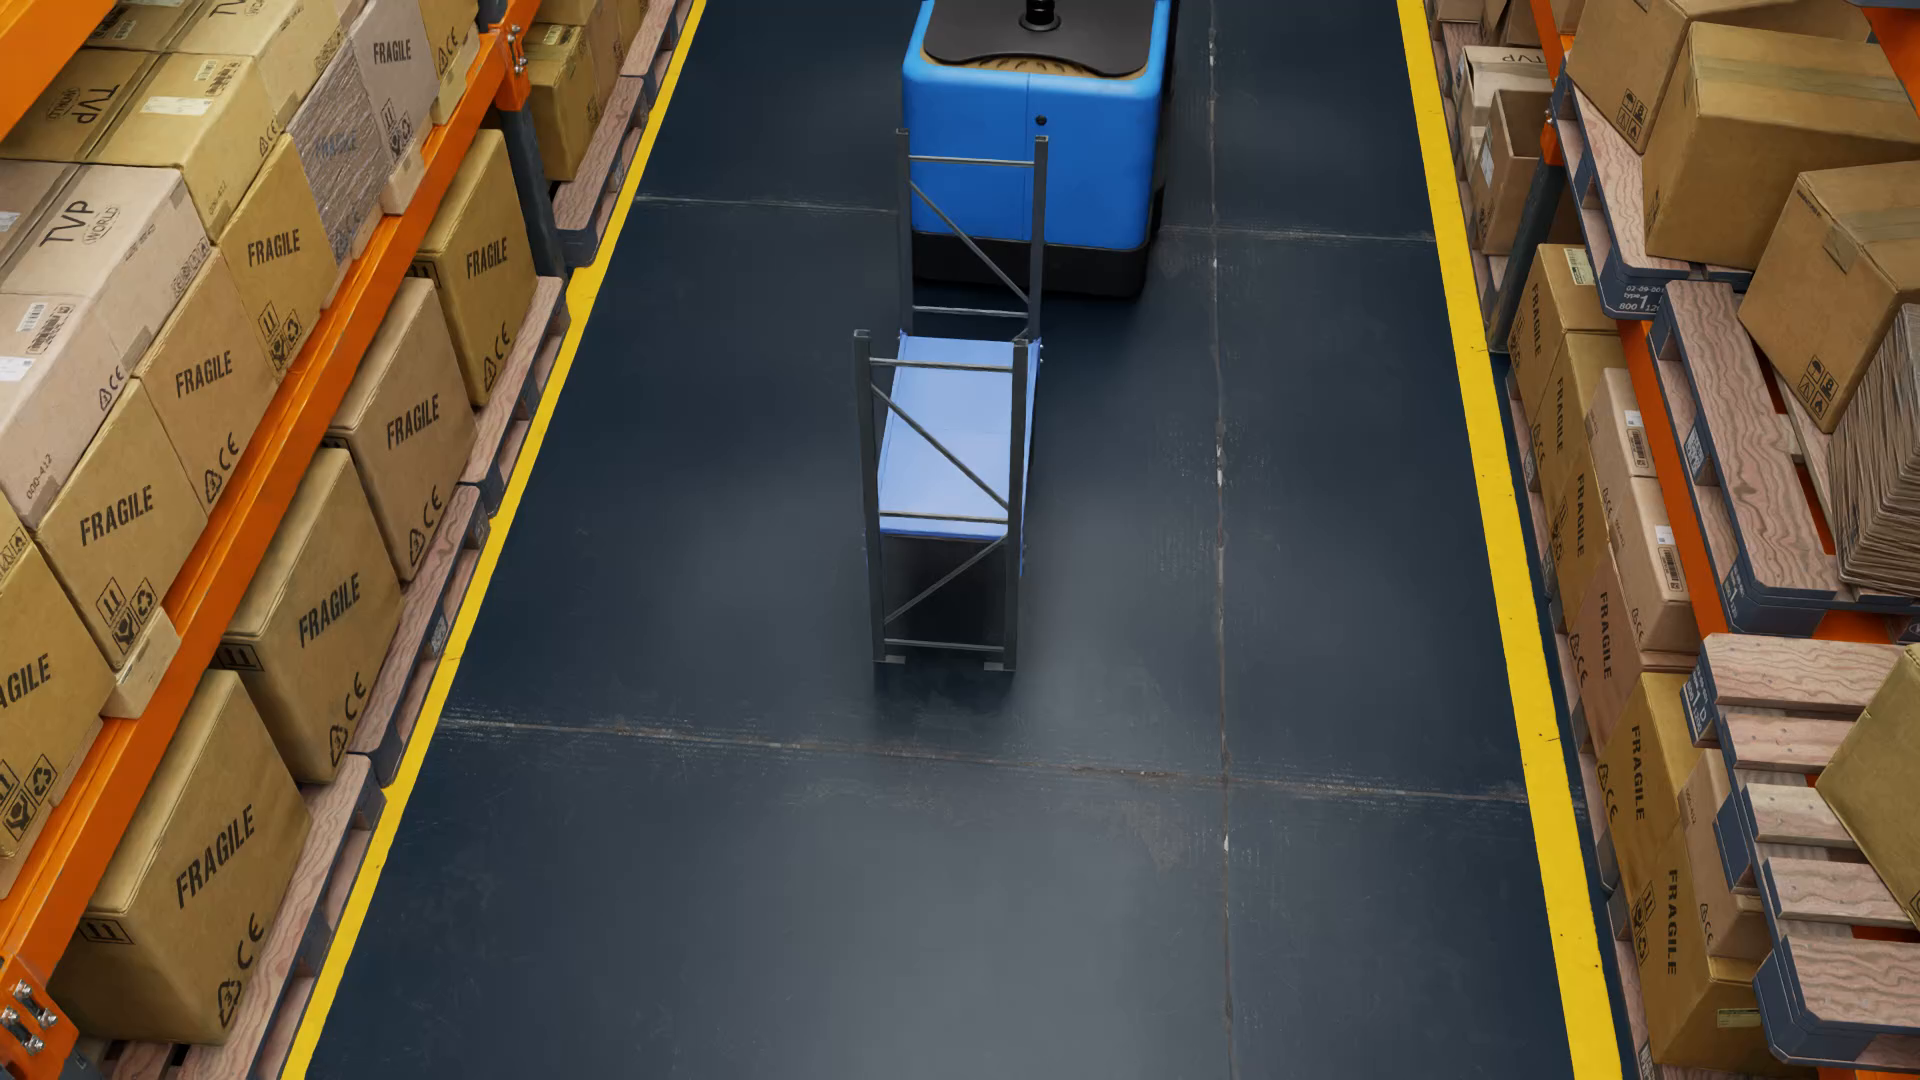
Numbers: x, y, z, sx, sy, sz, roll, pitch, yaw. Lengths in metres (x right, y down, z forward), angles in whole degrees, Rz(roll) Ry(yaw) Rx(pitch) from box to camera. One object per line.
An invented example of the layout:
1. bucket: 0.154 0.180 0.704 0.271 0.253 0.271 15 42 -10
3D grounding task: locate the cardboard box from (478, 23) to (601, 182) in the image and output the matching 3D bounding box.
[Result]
1. cardboard box: -2.046 -1.973 7.431 0.700 0.500 0.500 4 48 4

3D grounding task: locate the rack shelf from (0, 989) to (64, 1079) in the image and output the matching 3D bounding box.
1. rack shelf: -2.763 2.520 2.400 1.077 0.370 4.000 4 48 4

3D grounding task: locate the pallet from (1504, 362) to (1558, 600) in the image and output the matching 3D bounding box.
1. pallet: 2.681 -0.260 6.345 1.003 0.211 1.213 4 48 4

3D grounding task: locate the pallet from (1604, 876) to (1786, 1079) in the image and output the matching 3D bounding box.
1. pallet: 2.458 1.533 4.705 1.003 0.211 1.213 4 48 4

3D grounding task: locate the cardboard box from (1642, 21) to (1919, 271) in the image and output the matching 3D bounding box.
1. cardboard box: 2.452 -1.135 4.903 0.700 0.500 0.500 11 48 10

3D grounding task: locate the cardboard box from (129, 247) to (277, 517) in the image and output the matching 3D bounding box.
1. cardboard box: -2.178 -0.422 4.320 0.500 0.500 0.500 4 48 3

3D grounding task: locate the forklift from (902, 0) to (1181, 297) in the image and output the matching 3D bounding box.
1. forklift: 0.482 -3.131 7.128 1.130 2.935 3.031 6 48 6

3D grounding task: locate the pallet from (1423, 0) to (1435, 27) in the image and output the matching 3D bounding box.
1. pallet: 3.003 -3.158 8.996 1.003 0.211 1.213 4 48 4

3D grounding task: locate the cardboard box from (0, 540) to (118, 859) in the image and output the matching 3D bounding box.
1. cardboard box: -2.282 0.327 3.636 0.500 0.500 0.500 5 48 5

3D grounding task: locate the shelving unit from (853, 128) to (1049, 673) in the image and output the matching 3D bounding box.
1. shelving unit: -0.008 -0.443 5.639 0.538 1.500 1.048 4 48 4

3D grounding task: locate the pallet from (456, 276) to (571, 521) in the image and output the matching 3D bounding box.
1. pallet: -2.211 -0.619 6.673 1.003 0.211 1.213 4 48 4

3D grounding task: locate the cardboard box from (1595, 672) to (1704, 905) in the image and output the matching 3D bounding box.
1. cardboard box: 2.252 0.749 4.928 0.500 0.500 0.500 2 48 2

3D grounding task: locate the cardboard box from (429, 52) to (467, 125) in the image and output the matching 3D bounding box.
1. cardboard box: -1.965 -1.600 5.837 0.380 0.149 0.250 5 48 4

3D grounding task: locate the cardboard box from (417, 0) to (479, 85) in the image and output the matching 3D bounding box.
1. cardboard box: -2.007 -1.917 5.687 0.500 0.500 0.500 3 48 3

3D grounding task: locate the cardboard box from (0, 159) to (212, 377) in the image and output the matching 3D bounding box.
1. cardboard box: -2.193 -0.666 4.035 0.500 0.250 0.500 4 48 4

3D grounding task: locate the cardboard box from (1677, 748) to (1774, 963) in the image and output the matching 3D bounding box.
1. cardboard box: 2.205 0.835 4.341 0.500 0.250 0.500 6 48 5

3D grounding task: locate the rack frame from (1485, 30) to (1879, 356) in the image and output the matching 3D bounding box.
1. rack frame: 2.717 -1.802 5.865 1.000 3.000 0.127 4 48 4

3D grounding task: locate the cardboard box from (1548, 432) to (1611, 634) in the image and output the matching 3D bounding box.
1. cardboard box: 2.340 -0.008 5.620 0.500 0.500 0.500 4 48 4

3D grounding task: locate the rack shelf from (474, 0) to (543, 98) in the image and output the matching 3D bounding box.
1. rack shelf: -2.034 -3.359 7.777 1.077 0.370 4.000 4 48 4

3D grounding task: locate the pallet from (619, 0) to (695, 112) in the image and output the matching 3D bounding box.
1. pallet: -1.960 -2.643 8.525 1.003 0.211 1.213 4 48 4

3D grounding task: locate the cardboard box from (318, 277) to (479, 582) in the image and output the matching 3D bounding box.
1. cardboard box: -2.224 -0.409 5.763 0.750 0.750 0.750 5 48 5

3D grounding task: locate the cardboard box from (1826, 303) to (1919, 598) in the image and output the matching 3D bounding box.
1. cardboard box: 2.571 -0.167 4.018 0.700 0.500 0.500 12 49 11

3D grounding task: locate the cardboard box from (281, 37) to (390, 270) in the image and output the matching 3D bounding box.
1. cardboard box: -2.098 -1.173 5.007 0.500 0.500 0.500 4 48 4

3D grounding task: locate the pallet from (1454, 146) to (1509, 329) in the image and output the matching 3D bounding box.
1. pallet: 2.781 -1.365 7.356 1.003 0.211 1.213 4 48 4

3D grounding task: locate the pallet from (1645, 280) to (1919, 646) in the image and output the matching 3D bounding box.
1. pallet: 2.525 -0.227 4.555 1.003 0.211 1.213 4 48 4

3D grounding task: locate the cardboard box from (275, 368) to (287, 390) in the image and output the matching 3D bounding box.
1. cardboard box: -2.191 -0.469 4.803 0.380 0.149 0.250 4 48 4

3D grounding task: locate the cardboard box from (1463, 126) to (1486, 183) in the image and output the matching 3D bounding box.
1. cardboard box: 2.461 -1.705 7.411 0.380 0.149 0.250 4 48 4

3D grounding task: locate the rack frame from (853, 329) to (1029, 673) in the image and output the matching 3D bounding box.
1. rack frame: -0.054 -0.070 5.298 0.500 1.500 0.032 4 48 4

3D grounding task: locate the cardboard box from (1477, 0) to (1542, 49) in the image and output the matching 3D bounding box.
1. cardboard box: 2.883 -2.489 7.887 0.797 0.503 0.637 4 48 4

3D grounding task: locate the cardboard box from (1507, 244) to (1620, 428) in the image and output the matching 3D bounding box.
1. cardboard box: 2.430 -0.767 6.315 0.500 0.500 0.500 2 48 2

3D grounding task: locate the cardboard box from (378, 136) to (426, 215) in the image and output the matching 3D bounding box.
1. cardboard box: -1.999 -1.214 5.484 0.380 0.149 0.250 4 48 4

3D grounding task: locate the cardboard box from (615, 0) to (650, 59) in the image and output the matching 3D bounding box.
1. cardboard box: -1.948 -2.719 8.113 0.700 0.500 0.500 5 48 4

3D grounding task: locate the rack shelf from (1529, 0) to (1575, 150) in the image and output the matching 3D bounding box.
1. rack shelf: 2.899 -3.029 7.475 1.077 0.370 4.000 4 48 4

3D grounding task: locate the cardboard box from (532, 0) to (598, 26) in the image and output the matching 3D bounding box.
1. cardboard box: -1.833 -2.431 7.411 0.380 0.149 0.250 5 48 5

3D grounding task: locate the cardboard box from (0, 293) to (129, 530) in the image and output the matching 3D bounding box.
1. cardboard box: -2.234 -0.298 3.699 0.500 0.250 0.500 3 48 3

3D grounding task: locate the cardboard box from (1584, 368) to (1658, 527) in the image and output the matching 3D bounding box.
1. cardboard box: 2.339 -0.286 5.366 0.500 0.250 0.500 4 48 4

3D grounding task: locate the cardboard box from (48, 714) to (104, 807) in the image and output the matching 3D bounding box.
1. cardboard box: -2.288 0.474 3.940 0.380 0.149 0.250 4 48 4

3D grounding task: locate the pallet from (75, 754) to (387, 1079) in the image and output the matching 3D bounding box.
1. pallet: -2.434 1.174 5.033 1.003 0.211 1.213 4 48 4

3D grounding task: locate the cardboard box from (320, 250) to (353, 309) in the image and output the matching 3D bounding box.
1. cardboard box: -2.125 -0.856 5.157 0.380 0.149 0.250 3 48 2

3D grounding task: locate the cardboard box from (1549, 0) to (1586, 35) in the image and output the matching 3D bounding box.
1. cardboard box: 2.507 -2.220 6.180 0.500 0.500 0.500 5 48 4

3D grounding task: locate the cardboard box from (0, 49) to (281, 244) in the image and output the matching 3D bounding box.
1. cardboard box: -2.152 -1.041 4.378 0.500 0.250 0.500 3 48 3

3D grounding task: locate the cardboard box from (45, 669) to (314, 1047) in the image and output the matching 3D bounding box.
1. cardboard box: -2.383 0.859 4.603 0.750 0.750 0.750 3 48 3
